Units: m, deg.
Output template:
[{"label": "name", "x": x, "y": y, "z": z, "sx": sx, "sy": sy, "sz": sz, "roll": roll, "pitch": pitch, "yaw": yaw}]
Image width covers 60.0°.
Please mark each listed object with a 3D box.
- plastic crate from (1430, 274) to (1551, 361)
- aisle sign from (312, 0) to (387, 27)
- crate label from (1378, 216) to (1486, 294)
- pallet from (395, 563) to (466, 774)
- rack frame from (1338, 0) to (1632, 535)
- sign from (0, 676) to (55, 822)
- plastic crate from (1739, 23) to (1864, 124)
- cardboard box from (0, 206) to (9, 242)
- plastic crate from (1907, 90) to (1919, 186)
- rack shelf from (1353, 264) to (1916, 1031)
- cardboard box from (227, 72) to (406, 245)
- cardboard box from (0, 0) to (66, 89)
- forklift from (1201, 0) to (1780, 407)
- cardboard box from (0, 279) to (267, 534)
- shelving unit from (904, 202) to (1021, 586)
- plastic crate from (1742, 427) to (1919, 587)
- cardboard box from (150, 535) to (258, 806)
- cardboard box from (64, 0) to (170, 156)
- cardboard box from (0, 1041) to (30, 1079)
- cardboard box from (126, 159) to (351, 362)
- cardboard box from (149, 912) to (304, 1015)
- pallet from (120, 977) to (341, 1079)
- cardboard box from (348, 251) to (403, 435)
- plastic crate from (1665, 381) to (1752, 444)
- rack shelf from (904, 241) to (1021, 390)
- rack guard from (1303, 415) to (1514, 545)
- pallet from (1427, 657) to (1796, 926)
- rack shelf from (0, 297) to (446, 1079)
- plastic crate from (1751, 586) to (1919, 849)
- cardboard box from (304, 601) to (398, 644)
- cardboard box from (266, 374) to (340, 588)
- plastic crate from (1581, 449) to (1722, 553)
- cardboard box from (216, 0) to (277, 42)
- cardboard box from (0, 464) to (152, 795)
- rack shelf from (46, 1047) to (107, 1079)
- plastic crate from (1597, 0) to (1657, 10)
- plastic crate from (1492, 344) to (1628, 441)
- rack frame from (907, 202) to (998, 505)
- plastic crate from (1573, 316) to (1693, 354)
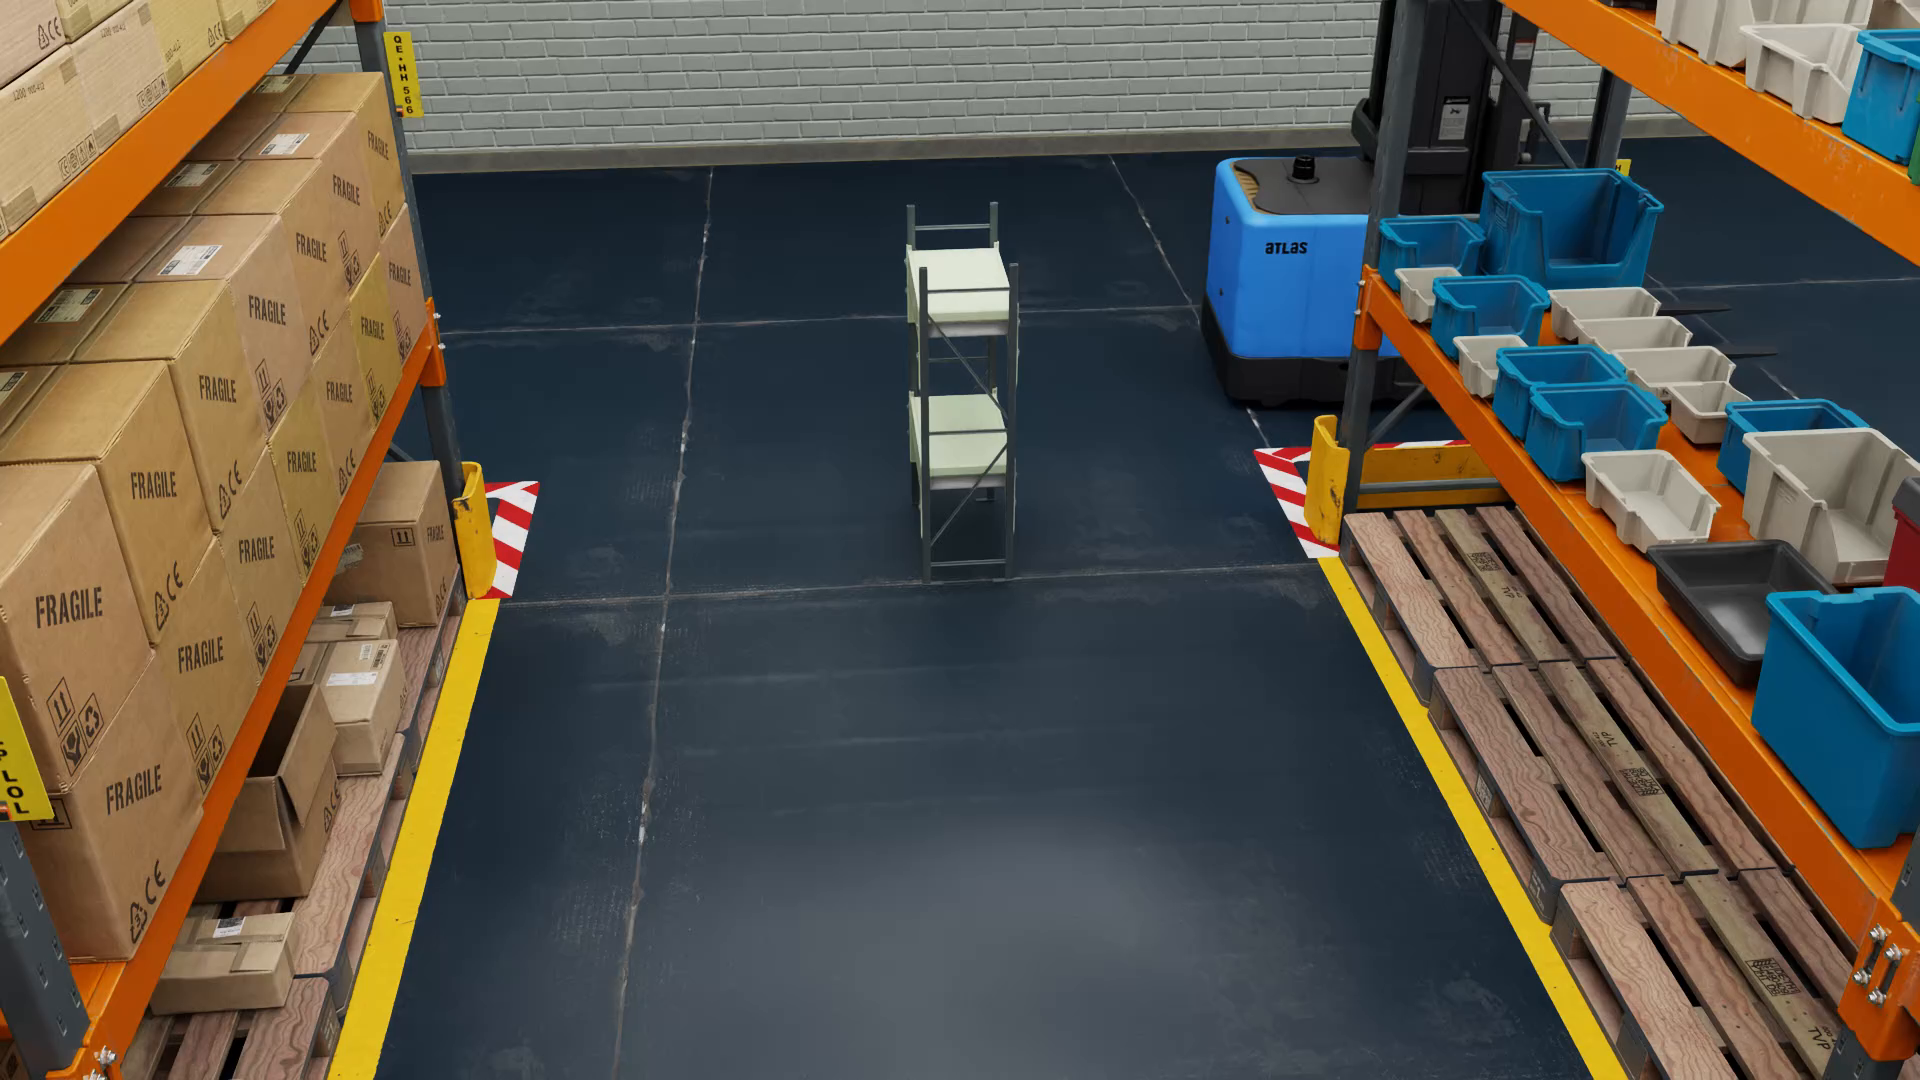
[{"label": "plastic crate", "x": 2.006, "y": -0.841, "z": 6.338, "sx": 0.416, "sy": 0.233, "sz": 0.300, "roll": -3, "pitch": 31, "yaw": -5}, {"label": "aisle sign", "x": -2.385, "y": -2.296, "z": 6.133, "sx": 0.394, "sy": 0.787, "sz": 0.004, "roll": -3, "pitch": 31, "yaw": -5}, {"label": "crate label", "x": 1.944, "y": -1.178, "z": 6.901, "sx": 0.416, "sy": 0.233, "sz": 0.303, "roll": -3, "pitch": 31, "yaw": -5}, {"label": "pallet", "x": -2.601, "y": 0.513, "z": 6.686, "sx": 1.003, "sy": 0.211, "sz": 1.213, "roll": -3, "pitch": 31, "yaw": -5}, {"label": "rack frame", "x": 2.249, "y": -1.366, "z": 7.111, "sx": 1.000, "sy": 3.000, "sz": 0.127, "roll": -3, "pitch": 31, "yaw": -5}, {"label": "sign", "x": -1.757, "y": 0.387, "z": 3.049, "sx": 0.100, "sy": 0.325, "sz": 0.005, "roll": -3, "pitch": 31, "yaw": -5}, {"label": "plastic crate", "x": 2.125, "y": -1.129, "z": 4.047, "sx": 0.293, "sy": 0.136, "sz": 0.466, "roll": -3, "pitch": 31, "yaw": -5}, {"label": "cardboard box", "x": -2.109, "y": -0.571, "z": 3.003, "sx": 0.500, "sy": 0.250, "sz": 0.500, "roll": -3, "pitch": 31, "yaw": -5}, {"label": "plastic crate", "x": 2.282, "y": -0.722, "z": 3.315, "sx": 0.450, "sy": 0.188, "sz": 0.662, "roll": -3, "pitch": 31, "yaw": -5}, {"label": "rack shelf", "x": 2.436, "y": -0.036, "z": 5.586, "sx": 1.077, "sy": 0.370, "sz": 4.000, "roll": -3, "pitch": 31, "yaw": -5}, {"label": "cardboard box", "x": -2.368, "y": -1.388, "z": 6.076, "sx": 0.500, "sy": 0.500, "sz": 0.500, "roll": -3, "pitch": 31, "yaw": -5}, {"label": "cardboard box", "x": -2.156, "y": -1.041, "z": 3.302, "sx": 0.500, "sy": 0.250, "sz": 0.500, "roll": -3, "pitch": 31, "yaw": -5}, {"label": "forklift", "x": 2.926, "y": -2.231, "z": 8.628, "sx": 3.031, "sy": 2.935, "sz": 1.130, "roll": -1, "pitch": 31, "yaw": -1}, {"label": "cardboard box", "x": -2.170, "y": -0.340, "z": 4.322, "sx": 0.500, "sy": 0.500, "sz": 0.500, "roll": -4, "pitch": 31, "yaw": -6}, {"label": "shelving unit", "x": 0.001, "y": -0.640, "z": 7.360, "sx": 0.431, "sy": 1.500, "sz": 0.755, "roll": -3, "pitch": 31, "yaw": -5}, {"label": "plastic crate", "x": 2.663, "y": -0.087, "z": 5.027, "sx": 0.437, "sy": 0.282, "sz": 0.530, "roll": -3, "pitch": 31, "yaw": -5}, {"label": "cardboard box", "x": -2.137, "y": 0.335, "z": 4.167, "sx": 0.500, "sy": 0.500, "sz": 0.500, "roll": -2, "pitch": 31, "yaw": -4}, {"label": "cardboard box", "x": -2.197, "y": -1.082, "z": 3.858, "sx": 0.500, "sy": 0.250, "sz": 0.500, "roll": -3, "pitch": 31, "yaw": -5}, {"label": "cardboard box", "x": -2.645, "y": 1.519, "z": 4.290, "sx": 0.500, "sy": 0.500, "sz": 0.500, "roll": -3, "pitch": 31, "yaw": -5}, {"label": "cardboard box", "x": -2.267, "y": -0.866, "z": 5.202, "sx": 0.500, "sy": 0.500, "sz": 0.500, "roll": -2, "pitch": 31, "yaw": -3}, {"label": "cardboard box", "x": -2.224, "y": 1.274, "z": 5.026, "sx": 0.380, "sy": 0.166, "sz": 0.250, "roll": -3, "pitch": 31, "yaw": -5}, {"label": "pallet", "x": -2.373, "y": 1.759, "z": 4.600, "sx": 1.003, "sy": 0.211, "sz": 1.213, "roll": -3, "pitch": 31, "yaw": -5}, {"label": "cardboard box", "x": -2.318, "y": -0.693, "z": 5.887, "sx": 0.500, "sy": 0.500, "sz": 0.500, "roll": -2, "pitch": 31, "yaw": -4}, {"label": "plastic crate", "x": 2.614, "y": -0.430, "z": 5.744, "sx": 0.298, "sy": 0.136, "sz": 0.250, "roll": -3, "pitch": 31, "yaw": -5}, {"label": "rack shelf", "x": 0.001, "y": -0.976, "z": 7.160, "sx": 0.431, "sy": 0.370, "sz": 0.720, "roll": -3, "pitch": 31, "yaw": -5}, {"label": "rack guard", "x": 2.234, "y": -0.304, "z": 7.772, "sx": 1.175, "sy": 0.500, "sz": 0.348, "roll": -3, "pitch": 31, "yaw": -5}, {"label": "pallet", "x": 2.398, "y": 0.876, "z": 6.078, "sx": 1.003, "sy": 0.211, "sz": 1.213, "roll": -3, "pitch": 31, "yaw": -5}, {"label": "rack shelf", "x": -2.496, "y": 0.200, "z": 5.192, "sx": 1.077, "sy": 0.370, "sz": 4.000, "roll": -3, "pitch": 31, "yaw": -5}, {"label": "plastic crate", "x": 2.239, "y": 0.436, "z": 4.052, "sx": 0.392, "sy": 0.384, "sz": 0.575, "roll": -3, "pitch": 31, "yaw": -5}, {"label": "cardboard box", "x": -2.439, "y": 0.374, "z": 6.532, "sx": 0.380, "sy": 0.166, "sz": 0.250, "roll": -3, "pitch": 31, "yaw": -5}, {"label": "cardboard box", "x": -2.230, "y": -0.180, "z": 5.030, "sx": 0.500, "sy": 0.500, "sz": 0.500, "roll": -3, "pitch": 31, "yaw": -5}, {"label": "plastic crate", "x": 2.161, "y": -0.111, "z": 5.209, "sx": 0.293, "sy": 0.136, "sz": 0.466, "roll": -3, "pitch": 31, "yaw": -5}, {"label": "cardboard box", "x": -2.277, "y": -1.593, "z": 4.714, "sx": 0.500, "sy": 0.250, "sz": 0.500, "roll": -3, "pitch": 31, "yaw": -5}, {"label": "cardboard box", "x": -2.073, "y": 0.186, "z": 3.441, "sx": 0.500, "sy": 0.500, "sz": 0.500, "roll": -2, "pitch": 31, "yaw": -3}, {"label": "rack shelf", "x": -2.123, "y": 2.242, "z": 1.773, "sx": 1.077, "sy": 0.370, "sz": 4.000, "roll": -3, "pitch": 31, "yaw": -5}, {"label": "plastic crate", "x": 2.118, "y": -1.833, "z": 5.030, "sx": 0.504, "sy": 0.338, "sz": 0.767, "roll": -3, "pitch": 31, "yaw": -5}, {"label": "plastic crate", "x": 2.067, "y": -0.505, "z": 5.776, "sx": 0.416, "sy": 0.233, "sz": 0.300, "roll": -3, "pitch": 31, "yaw": -5}, {"label": "rack frame", "x": -0.034, "y": -0.827, "z": 7.673, "sx": 0.400, "sy": 1.500, "sz": 0.023, "roll": -3, "pitch": 31, "yaw": -5}, {"label": "plastic crate", "x": 2.518, "y": -0.722, "z": 6.232, "sx": 0.396, "sy": 0.136, "sz": 0.243, "roll": -3, "pitch": 31, "yaw": -5}]
